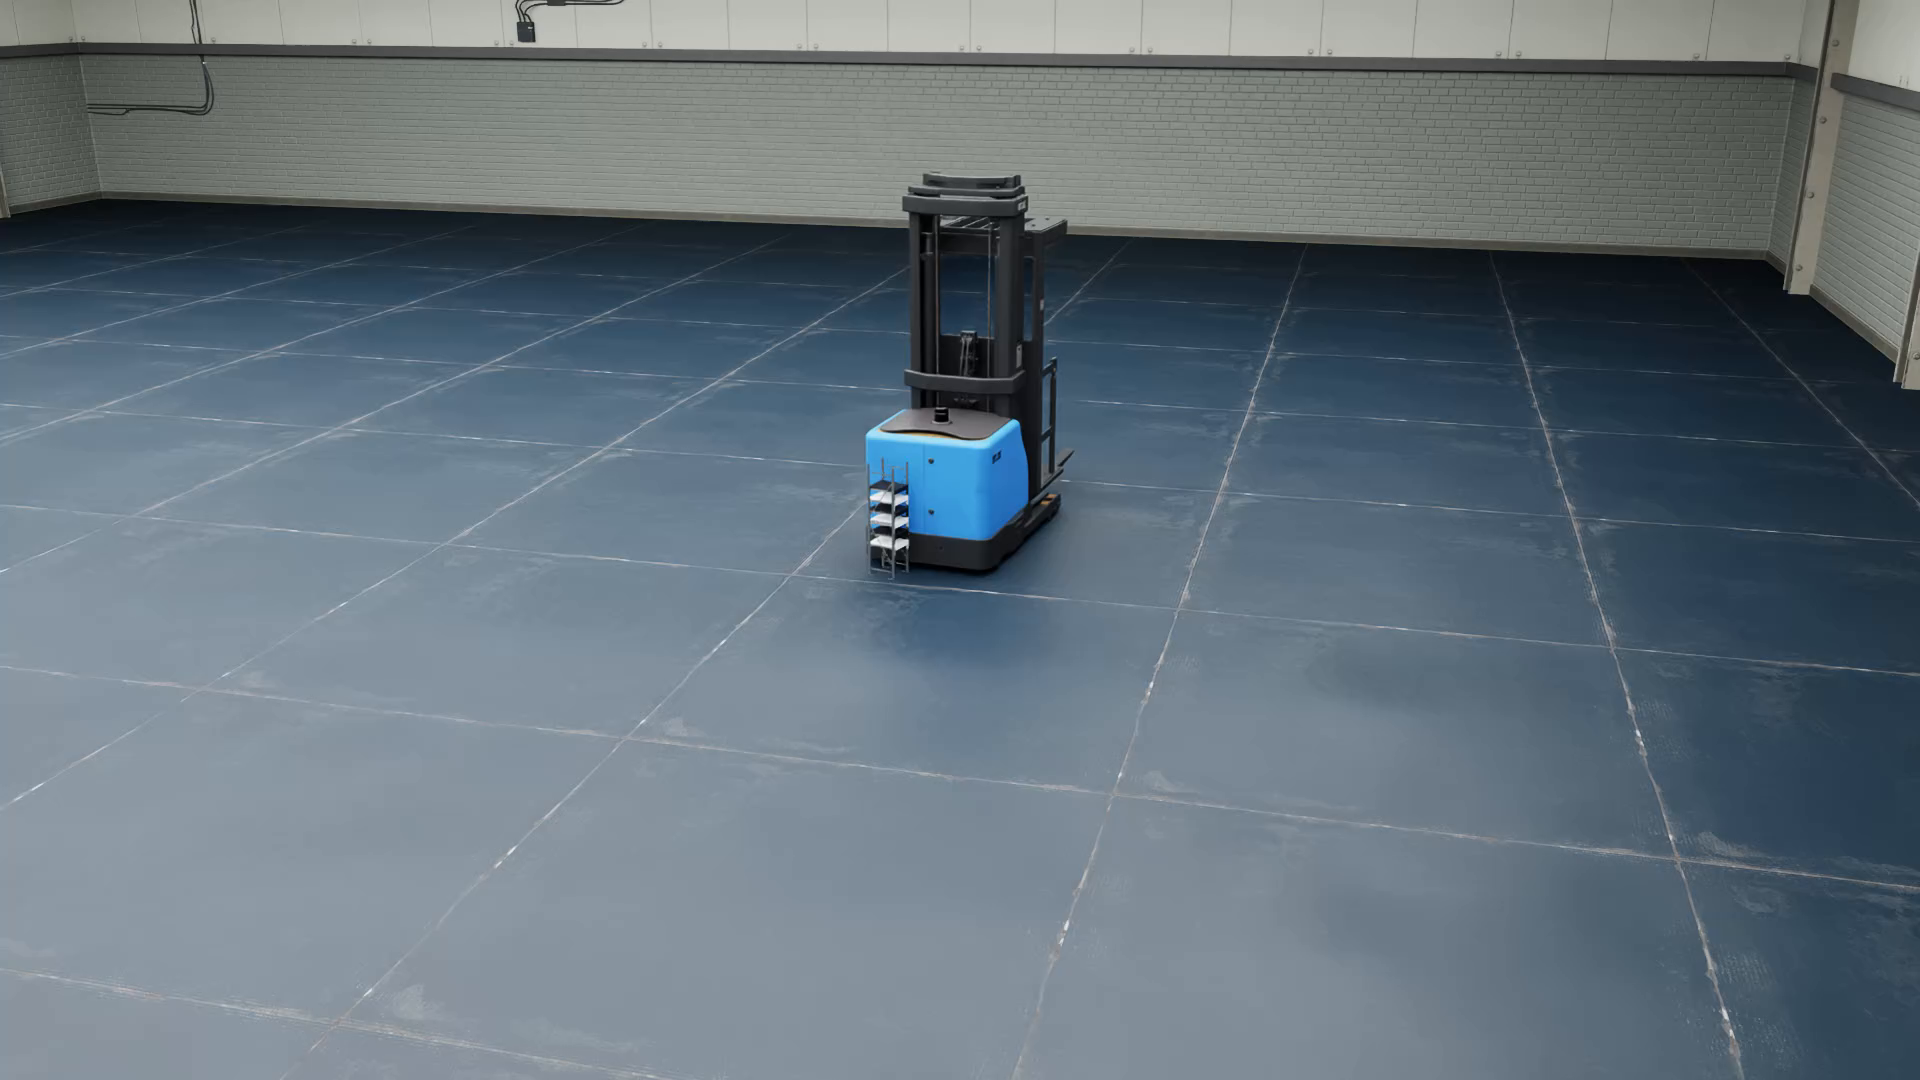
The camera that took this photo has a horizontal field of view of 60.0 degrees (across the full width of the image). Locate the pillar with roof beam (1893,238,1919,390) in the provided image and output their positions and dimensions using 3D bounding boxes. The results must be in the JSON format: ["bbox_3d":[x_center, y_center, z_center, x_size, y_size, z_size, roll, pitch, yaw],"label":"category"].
[{"bbox_3d":[6.594,-6.344,18.339,9.100,9.000,0.400,5,19,13],"label":"pillar with roof beam"}]

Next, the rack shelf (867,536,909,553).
[{"bbox_3d":[-0.554,0.040,12.835,0.258,0.077,0.200,11,22,28],"label":"rack shelf"}]

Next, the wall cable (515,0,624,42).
[{"bbox_3d":[-7.107,-12.046,29.771,2.305,6.003,0.169,5,19,13],"label":"wall cable"}]

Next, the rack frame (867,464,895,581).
[{"bbox_3d":[-0.603,-0.133,12.681,0.240,0.900,0.006,11,22,28],"label":"rack frame"}]

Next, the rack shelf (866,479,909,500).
[{"bbox_3d":[-0.552,-0.385,12.688,0.258,0.077,0.200,11,22,28],"label":"rack shelf"}]

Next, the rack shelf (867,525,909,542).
[{"bbox_3d":[-0.554,-0.045,12.805,0.258,0.077,0.200,11,22,28],"label":"rack shelf"}]

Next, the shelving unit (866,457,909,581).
[{"bbox_3d":[-0.553,-0.161,12.765,0.258,0.900,0.210,11,22,28],"label":"shelving unit"}]

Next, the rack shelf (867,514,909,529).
[{"bbox_3d":[-0.553,-0.130,12.776,0.258,0.077,0.200,11,22,28],"label":"rack shelf"}]

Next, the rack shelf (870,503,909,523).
[{"bbox_3d":[-0.553,-0.215,12.747,0.258,0.077,0.200,11,22,28],"label":"rack shelf"}]

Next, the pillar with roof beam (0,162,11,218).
[{"bbox_3d":[-14.136,-10.032,29.137,9.100,9.000,0.400,5,19,13],"label":"pillar with roof beam"}]

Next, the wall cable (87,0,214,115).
[{"bbox_3d":[-16.308,-9.722,33.032,3.097,2.526,0.112,5,19,13],"label":"wall cable"}]

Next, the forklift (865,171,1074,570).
[{"bbox_3d":[0.231,-1.596,13.825,1.130,2.935,3.031,7,20,19],"label":"forklift"}]

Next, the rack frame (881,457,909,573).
[{"bbox_3d":[-0.503,-0.190,12.849,0.240,0.900,0.006,11,22,28],"label":"rack frame"}]

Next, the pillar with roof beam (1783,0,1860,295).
[{"bbox_3d":[8.060,-8.225,23.845,9.100,9.000,0.400,5,19,13],"label":"pillar with roof beam"}]

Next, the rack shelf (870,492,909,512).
[{"bbox_3d":[-0.552,-0.300,12.717,0.258,0.077,0.200,11,22,28],"label":"rack shelf"}]
